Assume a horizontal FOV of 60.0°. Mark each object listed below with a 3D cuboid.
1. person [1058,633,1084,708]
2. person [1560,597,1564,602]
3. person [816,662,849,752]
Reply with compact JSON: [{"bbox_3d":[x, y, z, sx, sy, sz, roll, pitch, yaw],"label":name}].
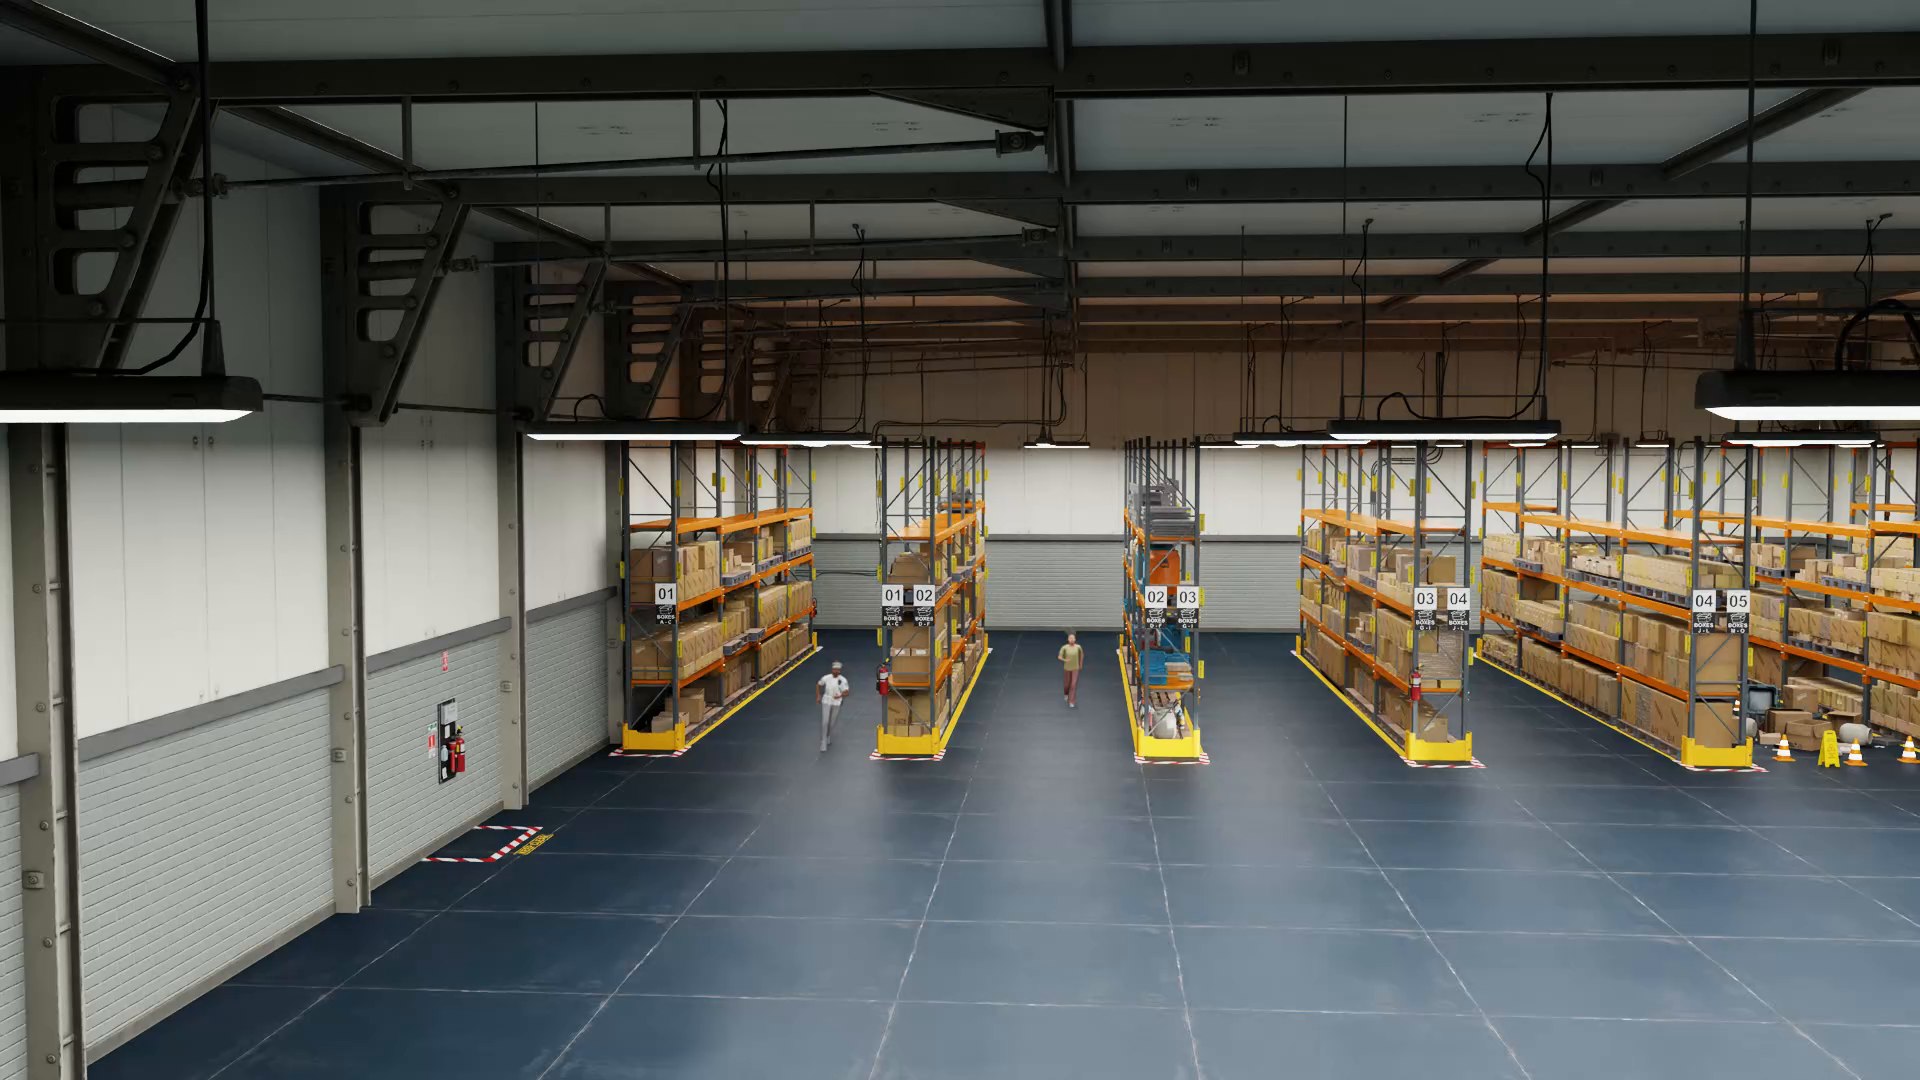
[{"bbox_3d":[2.493,2.901,37.291,0.584,1.641,0.772,0,3,-2],"label":"person"},{"bbox_3d":[17.078,2.396,47.160,0.873,1.605,0.538,0,3,-1],"label":"person"},{"bbox_3d":[-2.449,3.170,32.017,0.628,1.672,0.927,0,3,-9],"label":"person"}]
